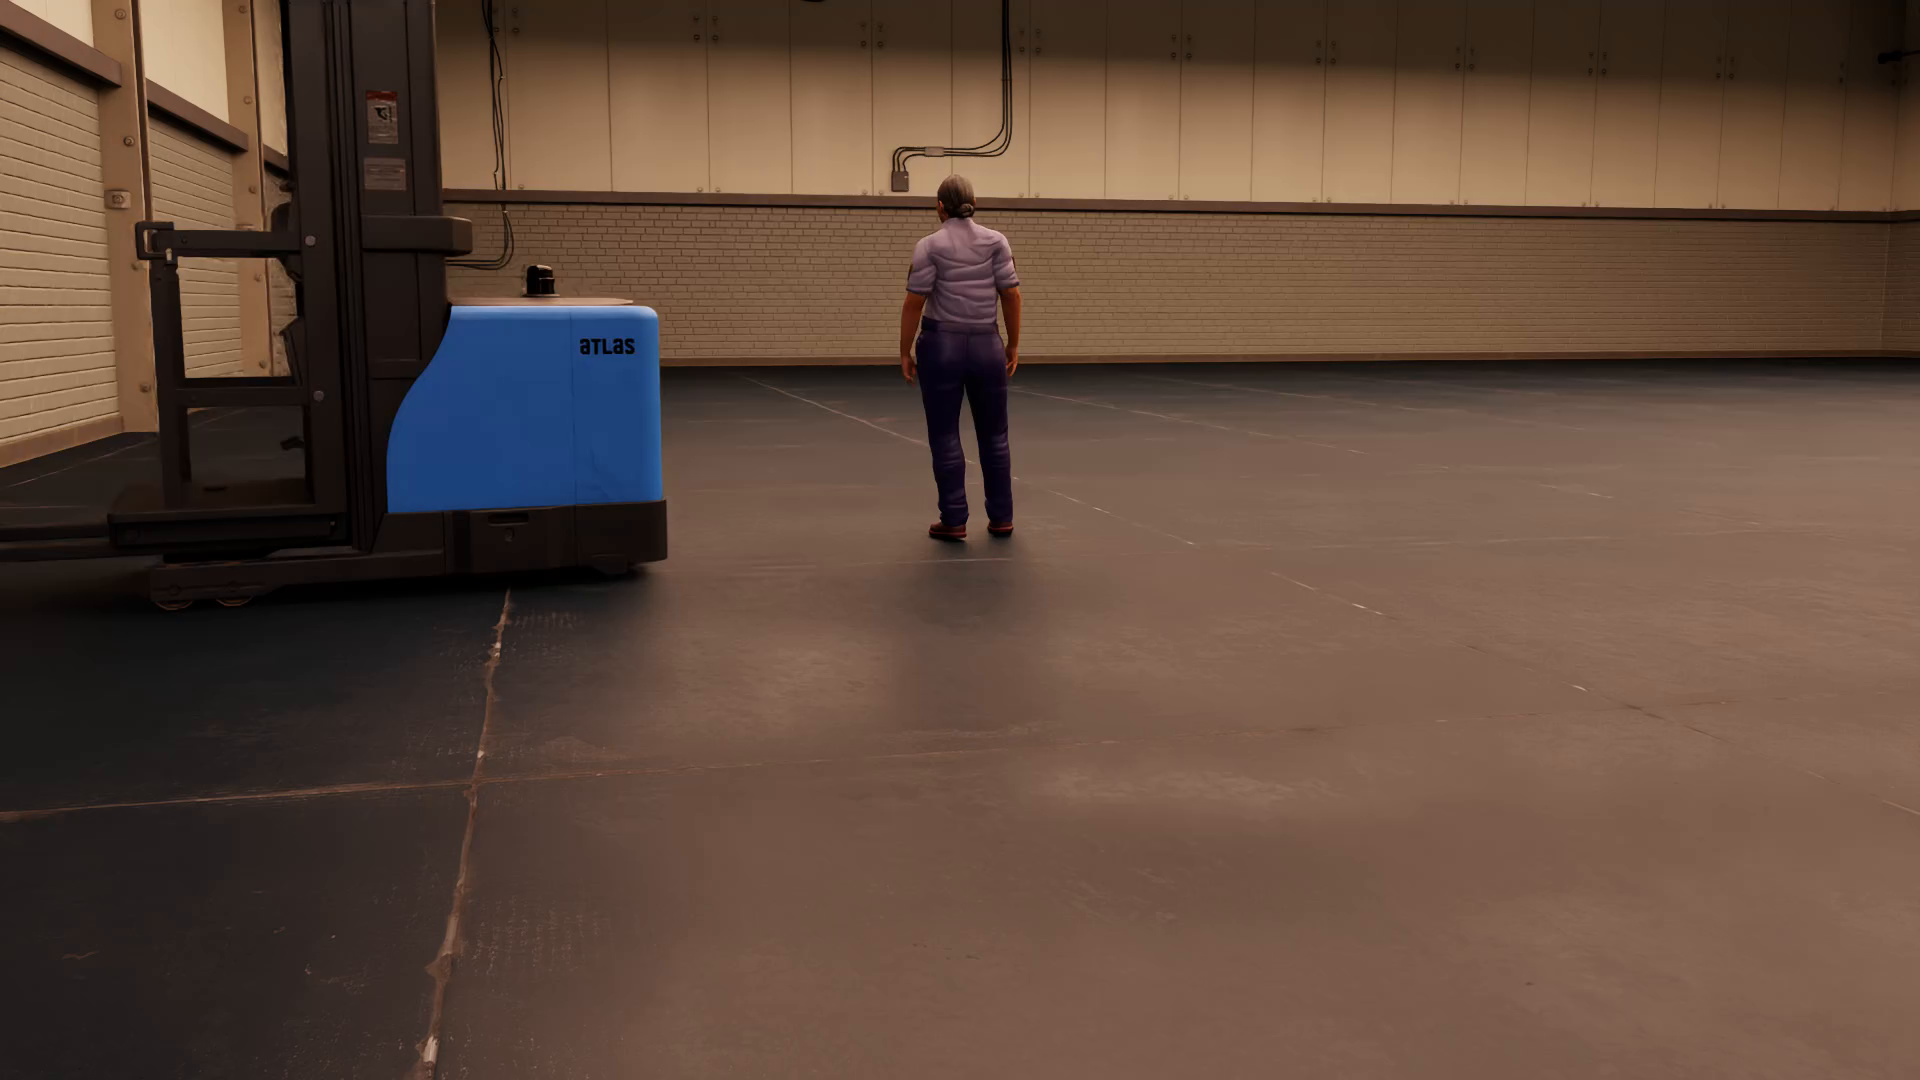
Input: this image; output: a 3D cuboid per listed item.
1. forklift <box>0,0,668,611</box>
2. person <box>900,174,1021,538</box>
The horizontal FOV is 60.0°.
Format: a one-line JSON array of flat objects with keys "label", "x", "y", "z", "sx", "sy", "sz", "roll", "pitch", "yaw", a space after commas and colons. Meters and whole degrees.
[{"label": "forklift", "x": -2.739, "y": -1.283, "z": 6.302, "sx": 3.031, "sy": 2.935, "sz": 1.130, "roll": -3, "pitch": 9, "yaw": -23}, {"label": "person", "x": 0.001, "y": -0.836, "z": 7.683, "sx": 0.599, "sy": 1.650, "sz": 0.503, "roll": -2, "pitch": 8, "yaw": -13}]
